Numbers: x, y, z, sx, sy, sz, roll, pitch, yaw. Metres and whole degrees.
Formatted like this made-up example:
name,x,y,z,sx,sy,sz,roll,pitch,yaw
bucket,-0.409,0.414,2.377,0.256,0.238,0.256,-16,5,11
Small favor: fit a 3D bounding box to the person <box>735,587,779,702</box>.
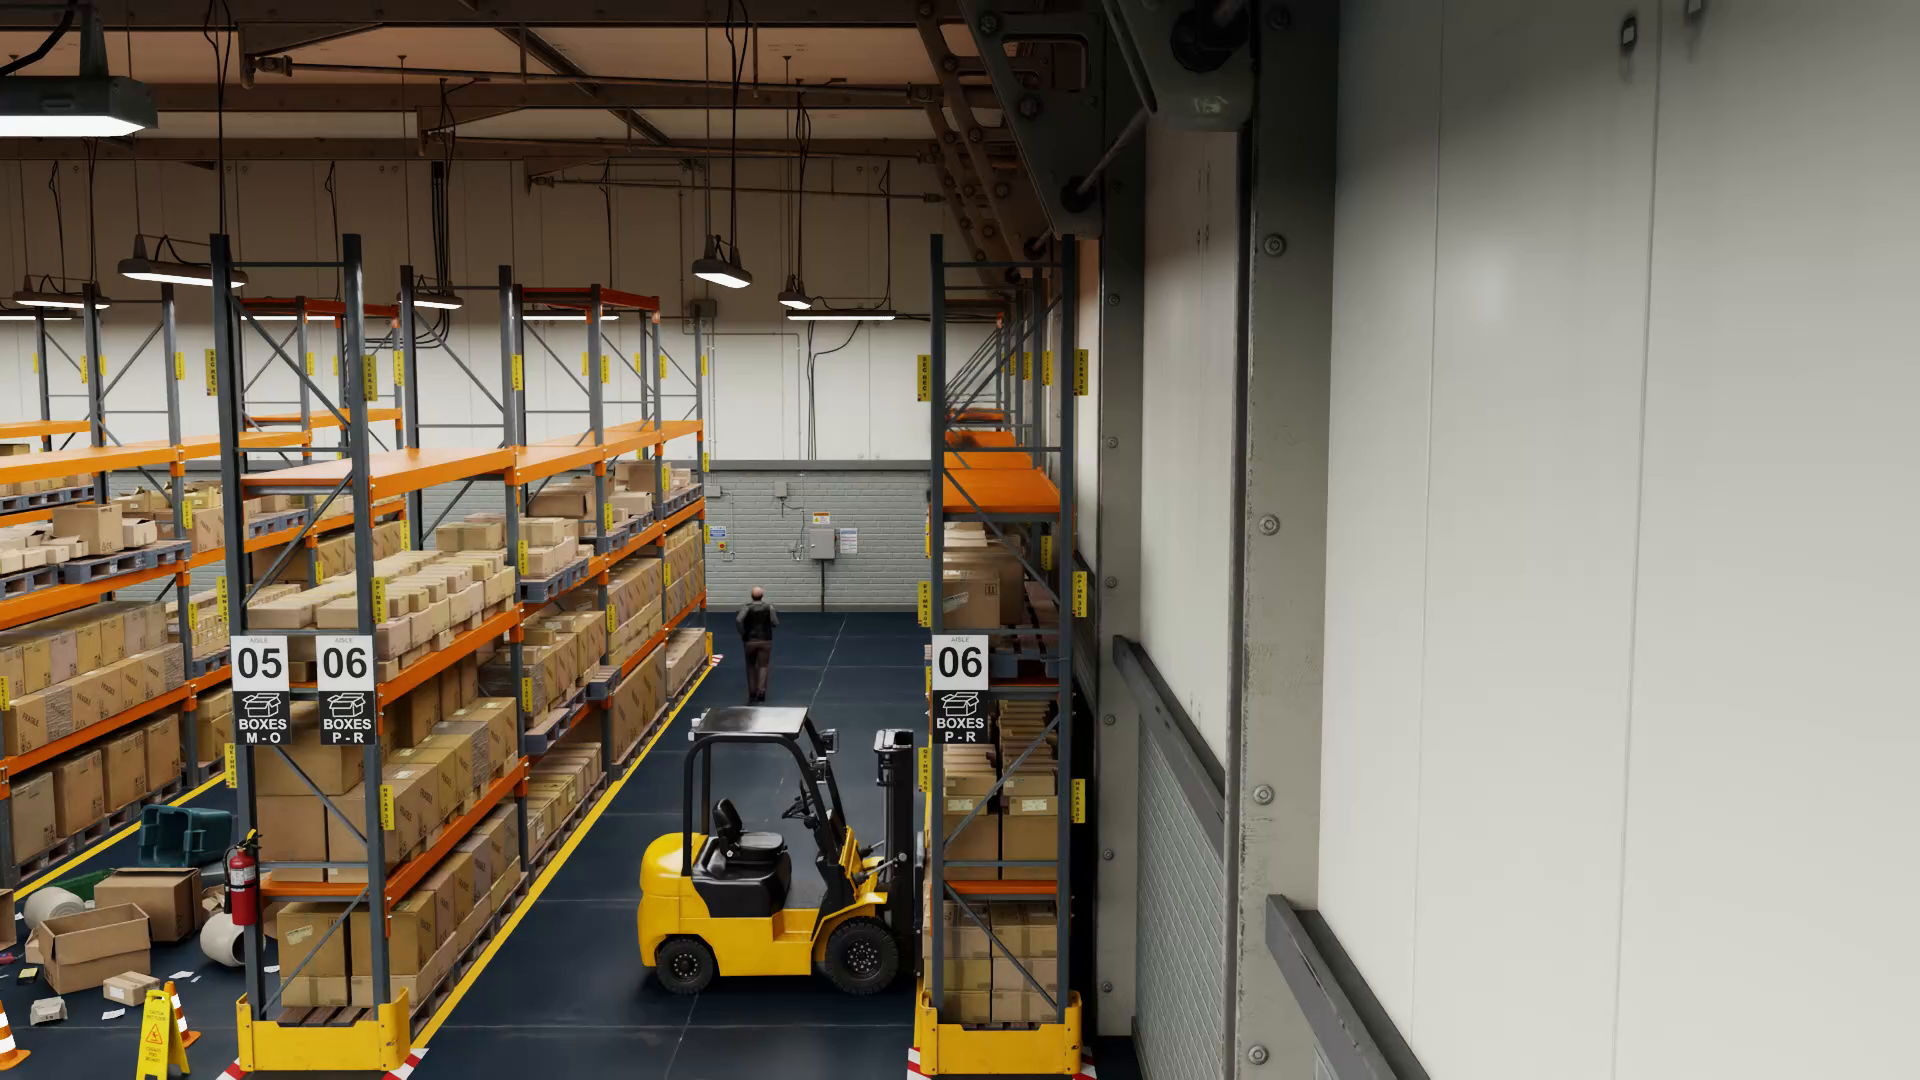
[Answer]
name,x,y,z,sx,sy,sz,roll,pitch,yaw
person,-3.006,1.509,24.685,0.647,1.636,0.788,-1,6,-6
